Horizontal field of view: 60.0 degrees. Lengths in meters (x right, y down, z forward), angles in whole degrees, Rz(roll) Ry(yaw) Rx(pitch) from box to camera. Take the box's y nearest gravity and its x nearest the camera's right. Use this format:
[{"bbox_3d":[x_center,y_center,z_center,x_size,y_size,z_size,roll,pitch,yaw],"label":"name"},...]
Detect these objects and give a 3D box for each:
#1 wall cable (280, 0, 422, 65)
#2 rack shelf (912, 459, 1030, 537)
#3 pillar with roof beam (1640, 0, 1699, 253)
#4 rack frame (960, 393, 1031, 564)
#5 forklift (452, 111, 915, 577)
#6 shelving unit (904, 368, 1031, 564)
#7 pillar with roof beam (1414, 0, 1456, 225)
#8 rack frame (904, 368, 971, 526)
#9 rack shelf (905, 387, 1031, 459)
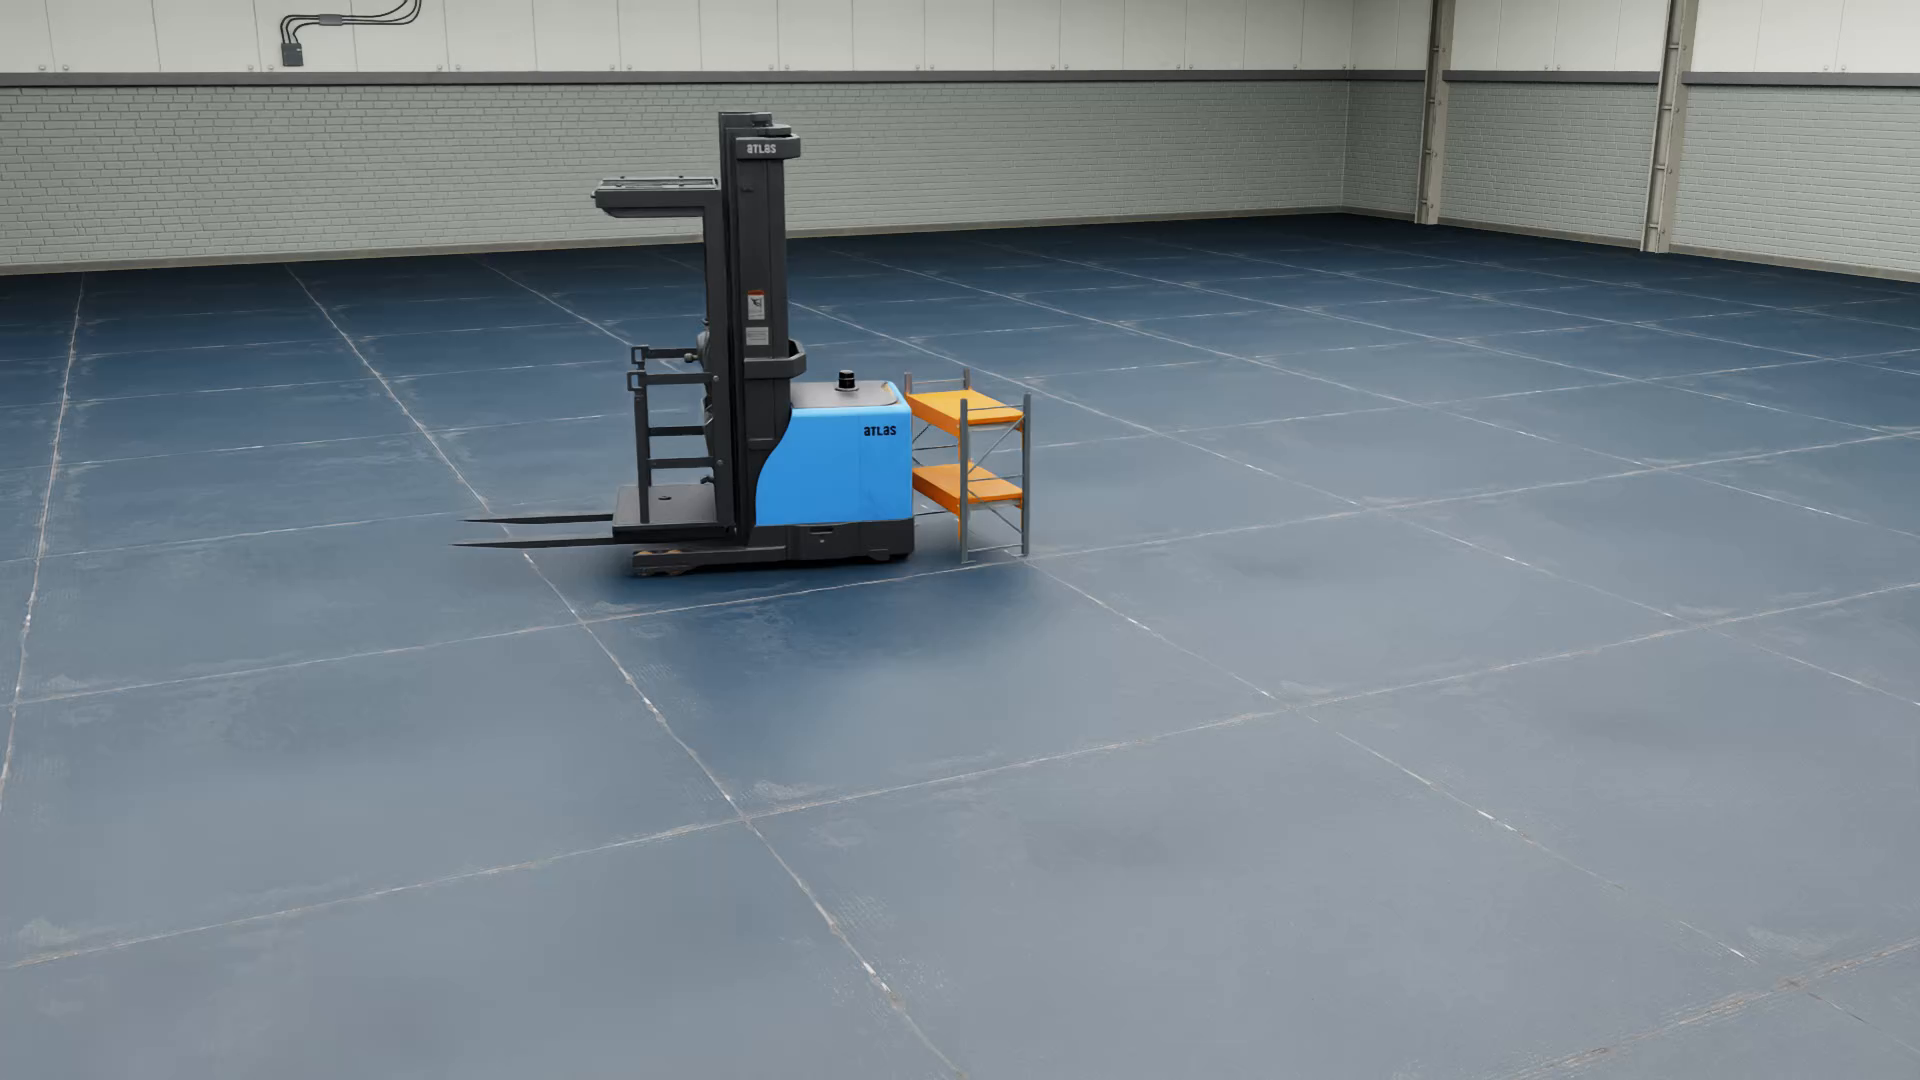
[{"bbox_3d":[-10.090,-10.830,27.012,2.305,6.003,0.169,-8,18,-25],"label":"wall cable"},{"bbox_3d":[0.038,-0.305,11.659,0.538,0.278,1.000,-7,17,-22],"label":"rack shelf"},{"bbox_3d":[8.546,-8.961,26.662,9.100,9.000,0.400,-8,18,-25],"label":"pillar with roof beam"},{"bbox_3d":[0.236,-0.410,11.142,0.500,1.125,0.032,-7,17,-22],"label":"rack frame"},{"bbox_3d":[-1.872,-1.324,11.051,3.031,2.935,1.130,-3,16,-9],"label":"forklift"},{"bbox_3d":[0.038,-0.540,11.592,0.538,1.125,1.048,-7,17,-22],"label":"shelving unit"},{"bbox_3d":[5.917,-10.449,31.847,9.100,9.000,0.400,-8,18,-25],"label":"pillar with roof beam"},{"bbox_3d":[-0.159,-0.669,12.042,0.500,1.125,0.032,-7,17,-22],"label":"rack frame"},{"bbox_3d":[0.038,-0.821,11.511,0.538,0.278,1.000,-7,17,-22],"label":"rack shelf"}]
